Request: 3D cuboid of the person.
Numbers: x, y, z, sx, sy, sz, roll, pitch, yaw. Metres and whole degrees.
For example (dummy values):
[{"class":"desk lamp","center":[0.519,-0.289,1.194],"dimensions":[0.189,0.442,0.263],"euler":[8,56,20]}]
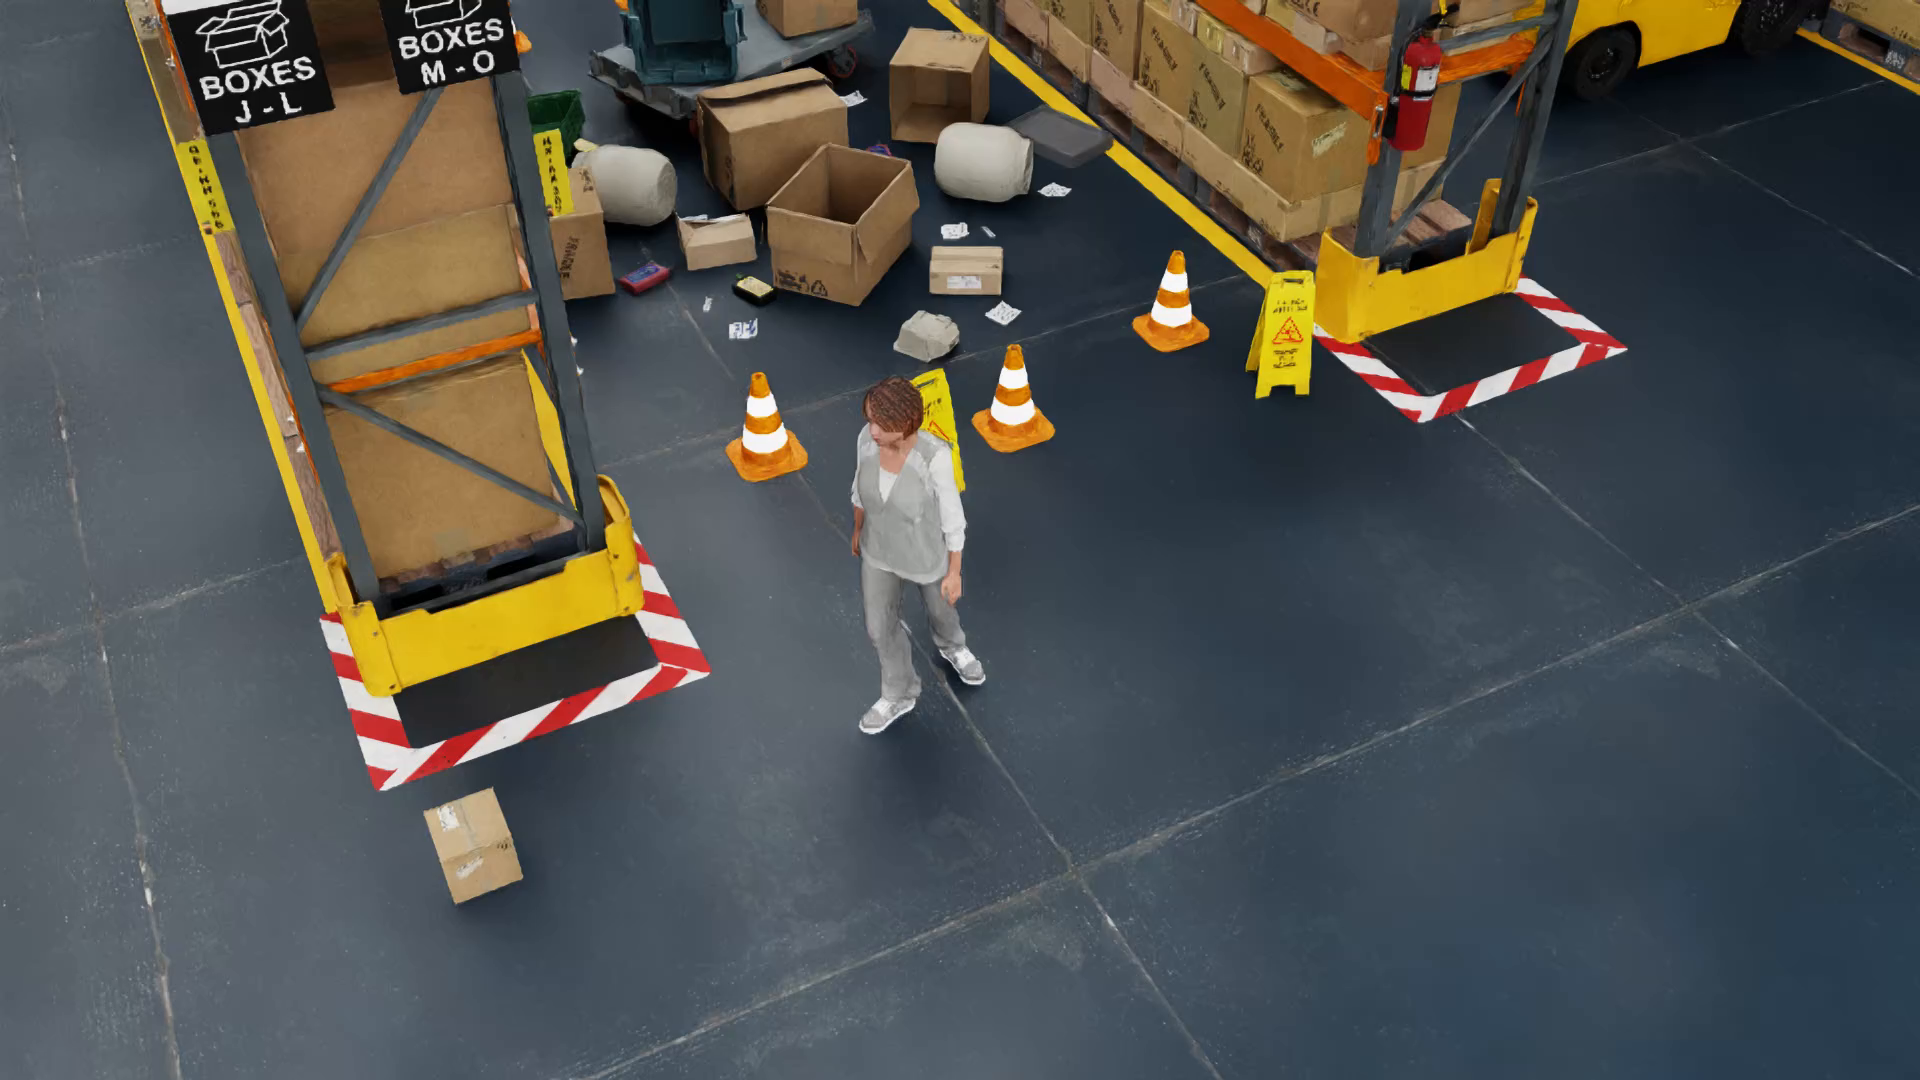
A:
[{"class":"person","center":[-0.182,0.023,6.145],"dimensions":[0.498,1.589,0.561],"euler":[15,44,16]}]
